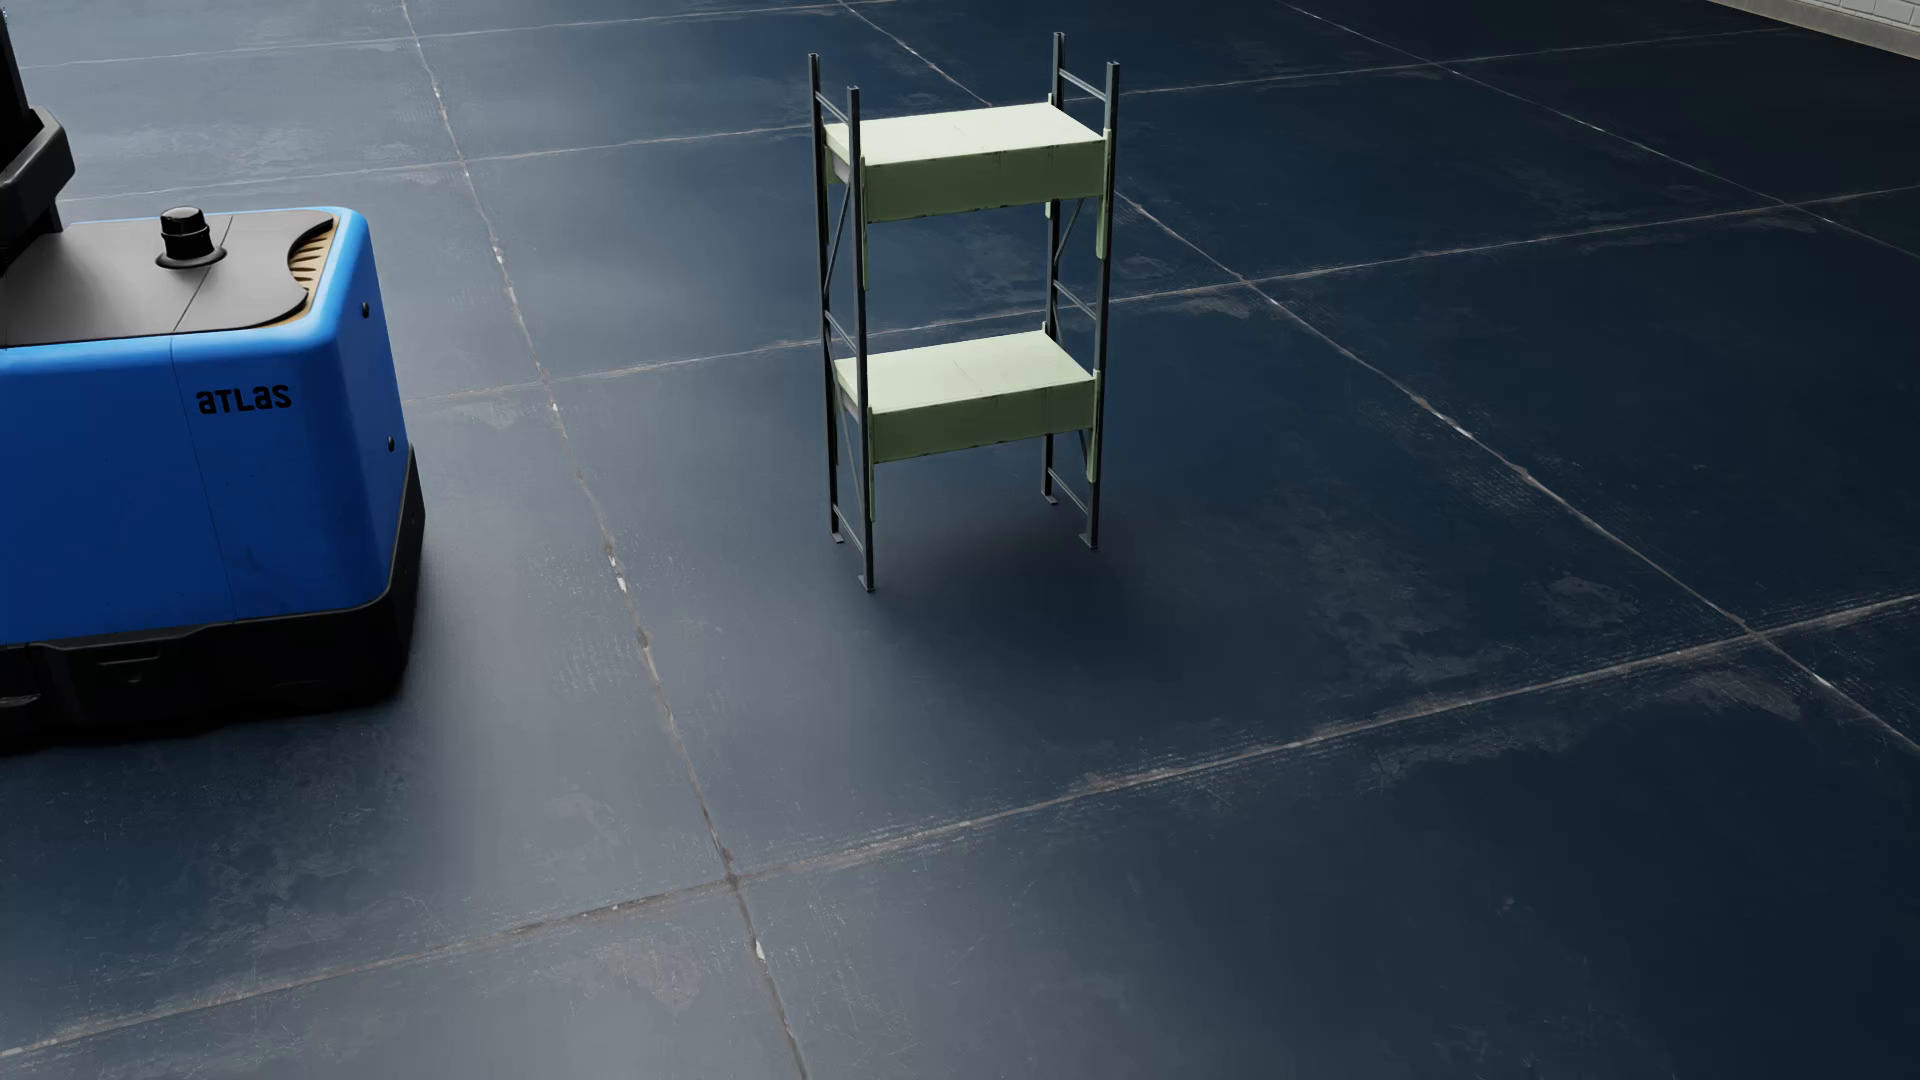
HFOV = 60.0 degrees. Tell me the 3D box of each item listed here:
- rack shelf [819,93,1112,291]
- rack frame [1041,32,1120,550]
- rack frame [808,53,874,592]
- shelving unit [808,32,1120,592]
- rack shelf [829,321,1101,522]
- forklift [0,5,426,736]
[{"bbox_3d":[0.006,-0.992,4.688,0.720,0.370,0.431,-10,31,-18],"label":"rack shelf"},{"bbox_3d":[0.349,-0.716,4.992,0.023,1.500,0.400,-10,31,-18],"label":"rack frame"},{"bbox_3d":[-0.337,-0.590,4.770,0.023,1.500,0.400,-10,31,-18],"label":"rack frame"},{"bbox_3d":[0.006,-0.653,4.881,0.755,1.500,0.431,-10,31,-18],"label":"shelving unit"},{"bbox_3d":[0.006,-0.370,5.042,0.720,0.370,0.431,-10,31,-18],"label":"rack shelf"},{"bbox_3d":[-3.077,-0.926,3.915,3.031,2.935,1.130,-6,30,-11],"label":"forklift"}]
